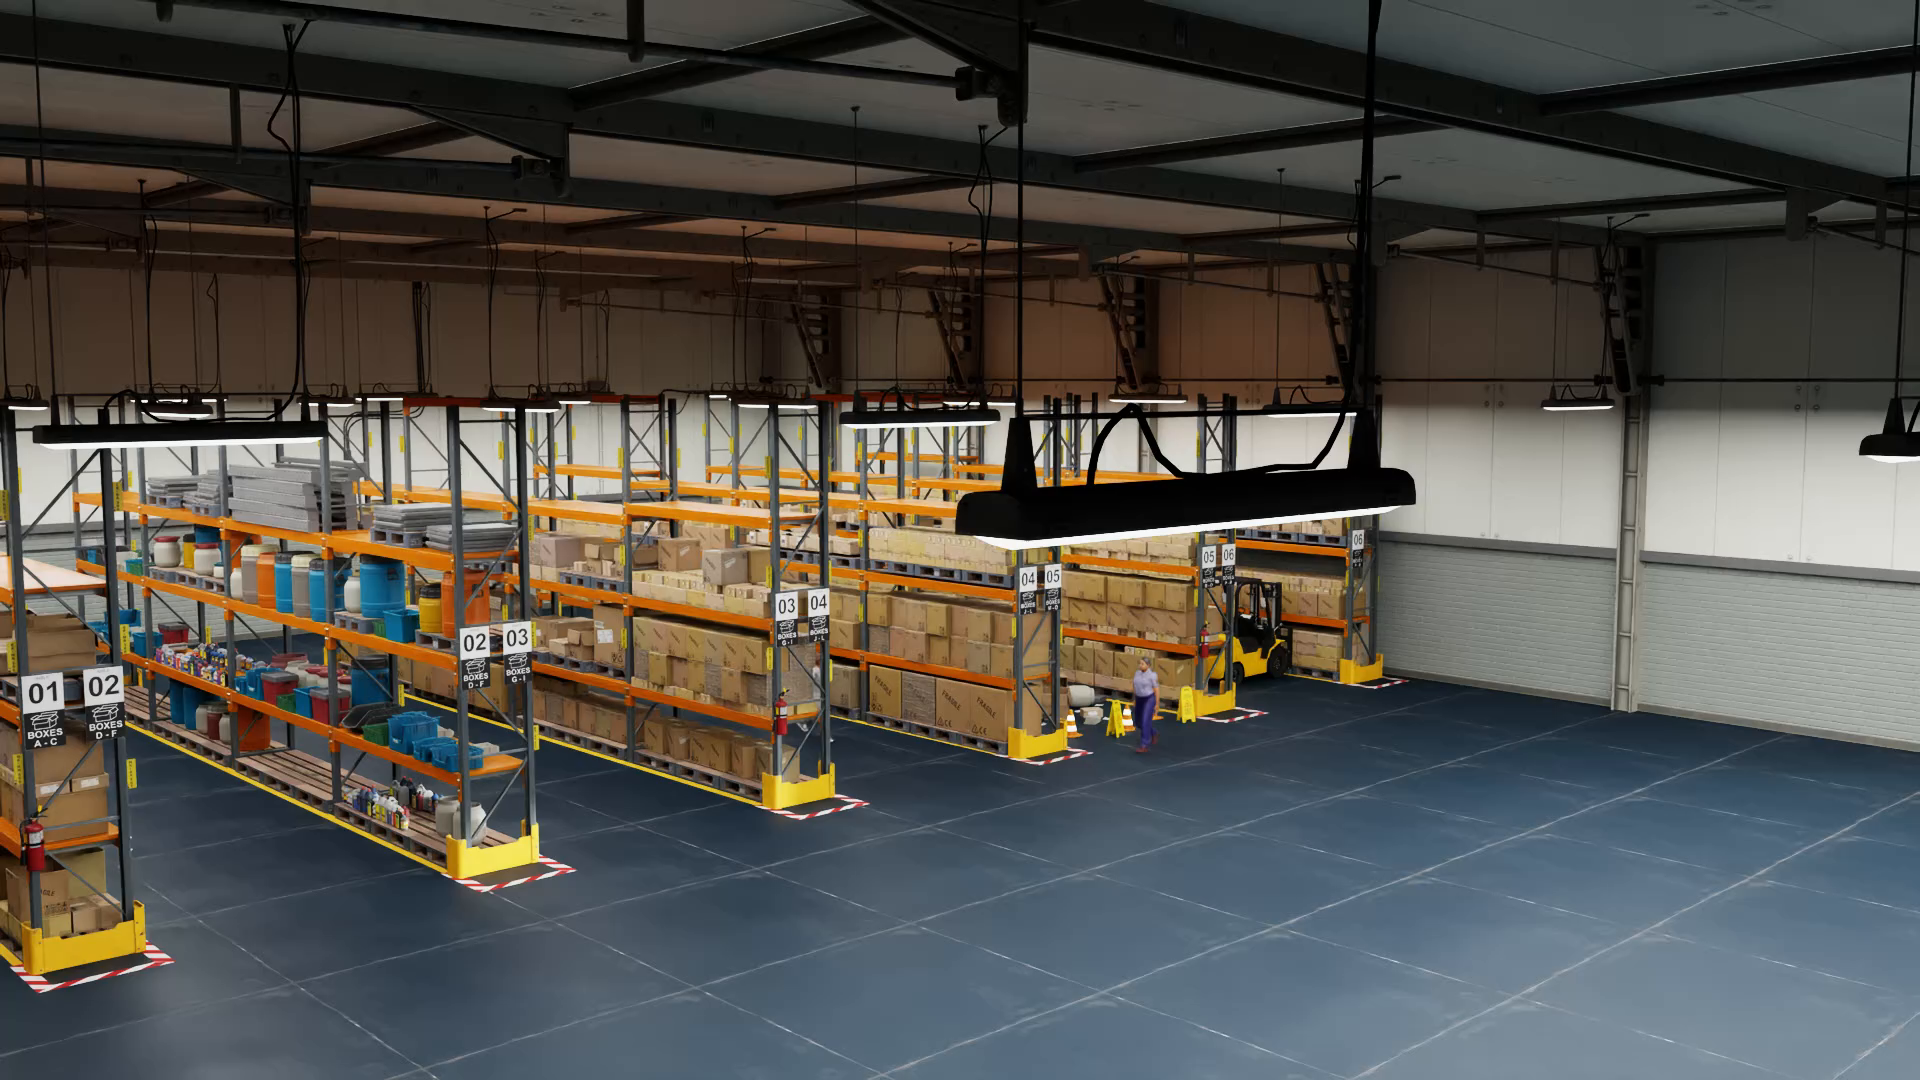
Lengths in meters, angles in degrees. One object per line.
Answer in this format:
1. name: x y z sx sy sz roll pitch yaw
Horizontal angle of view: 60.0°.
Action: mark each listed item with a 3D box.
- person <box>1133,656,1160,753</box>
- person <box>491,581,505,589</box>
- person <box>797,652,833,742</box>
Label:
1. person: 3.213 2.775 28.420 0.757 1.622 0.544 -4 7 -38
2. person: -11.013 1.618 39.864 0.547 1.711 0.604 1 6 14
3. person: -2.537 2.727 29.278 0.912 1.546 0.430 3 6 28
